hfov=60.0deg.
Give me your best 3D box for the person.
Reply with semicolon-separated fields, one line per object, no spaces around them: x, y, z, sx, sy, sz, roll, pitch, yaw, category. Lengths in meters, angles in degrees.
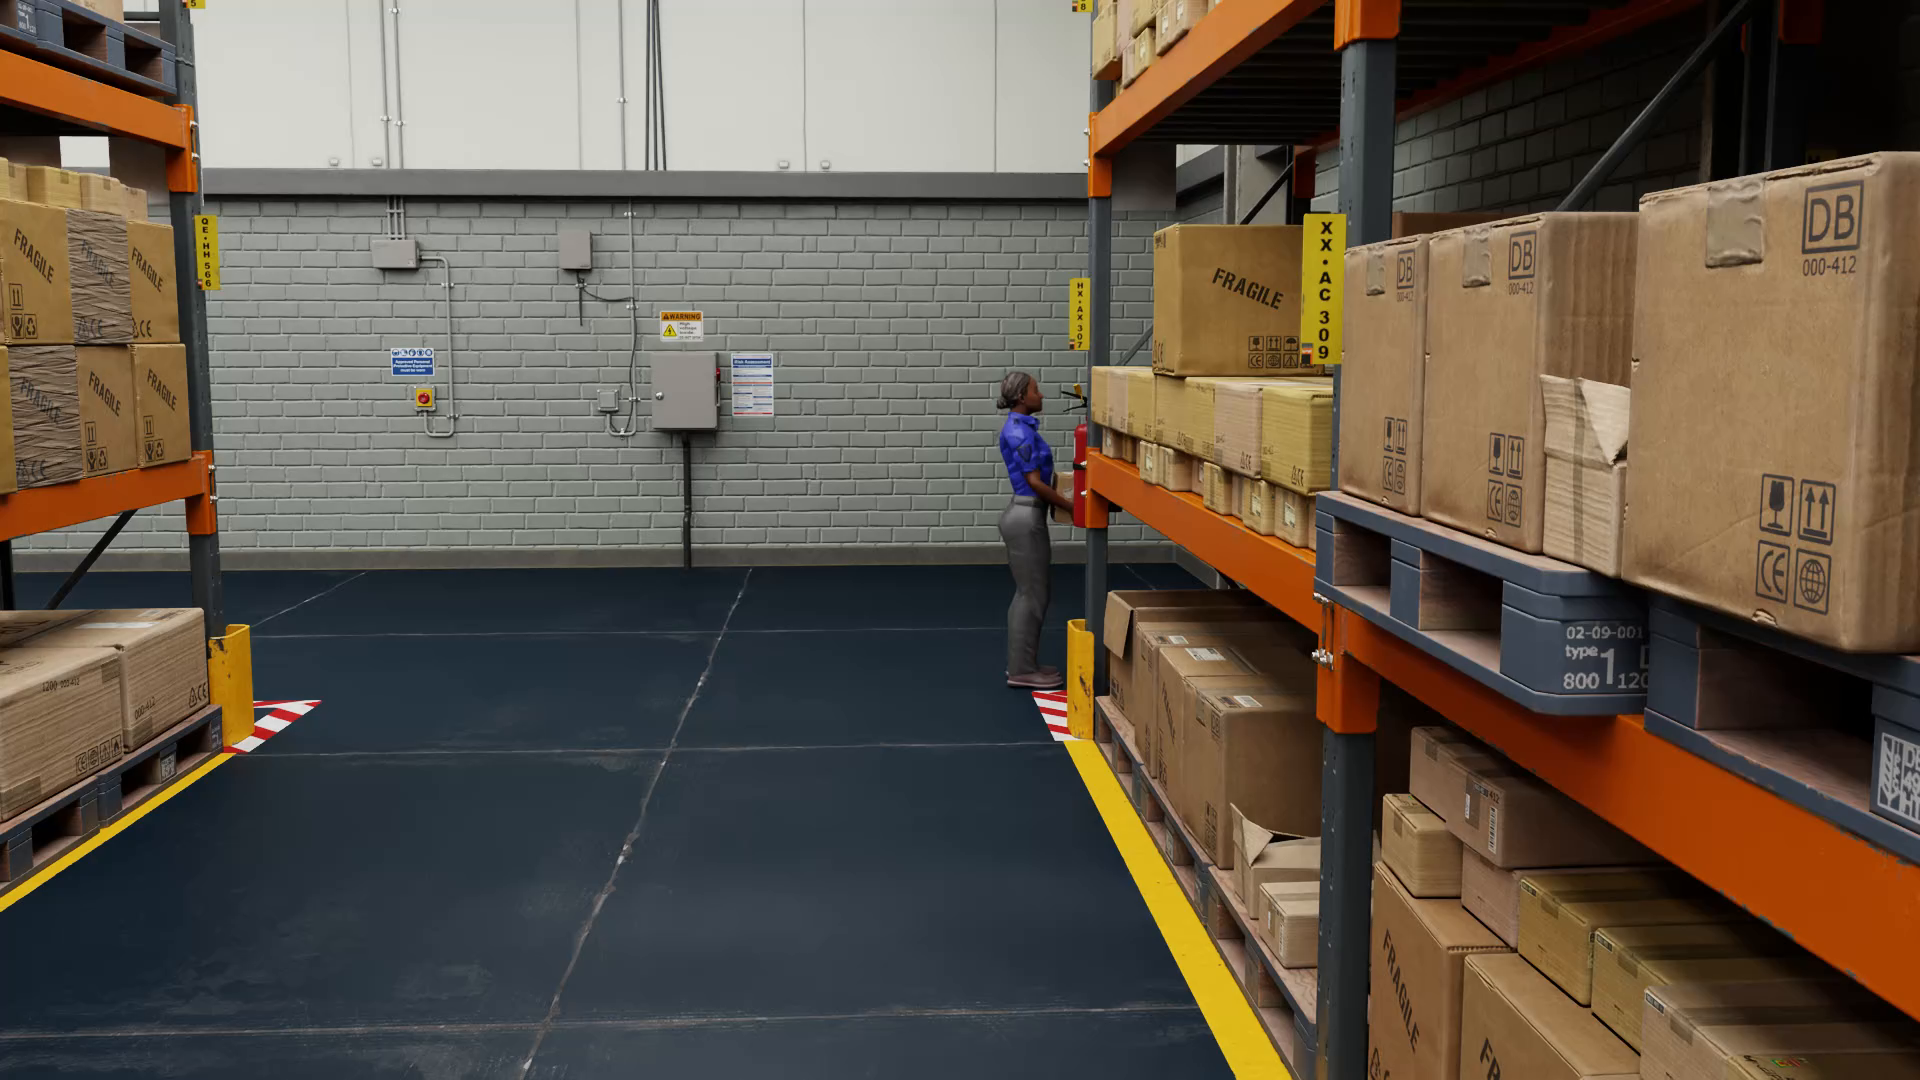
0.445;-0.060;8.781;0.511;1.652;0.454;0;7;1;person
